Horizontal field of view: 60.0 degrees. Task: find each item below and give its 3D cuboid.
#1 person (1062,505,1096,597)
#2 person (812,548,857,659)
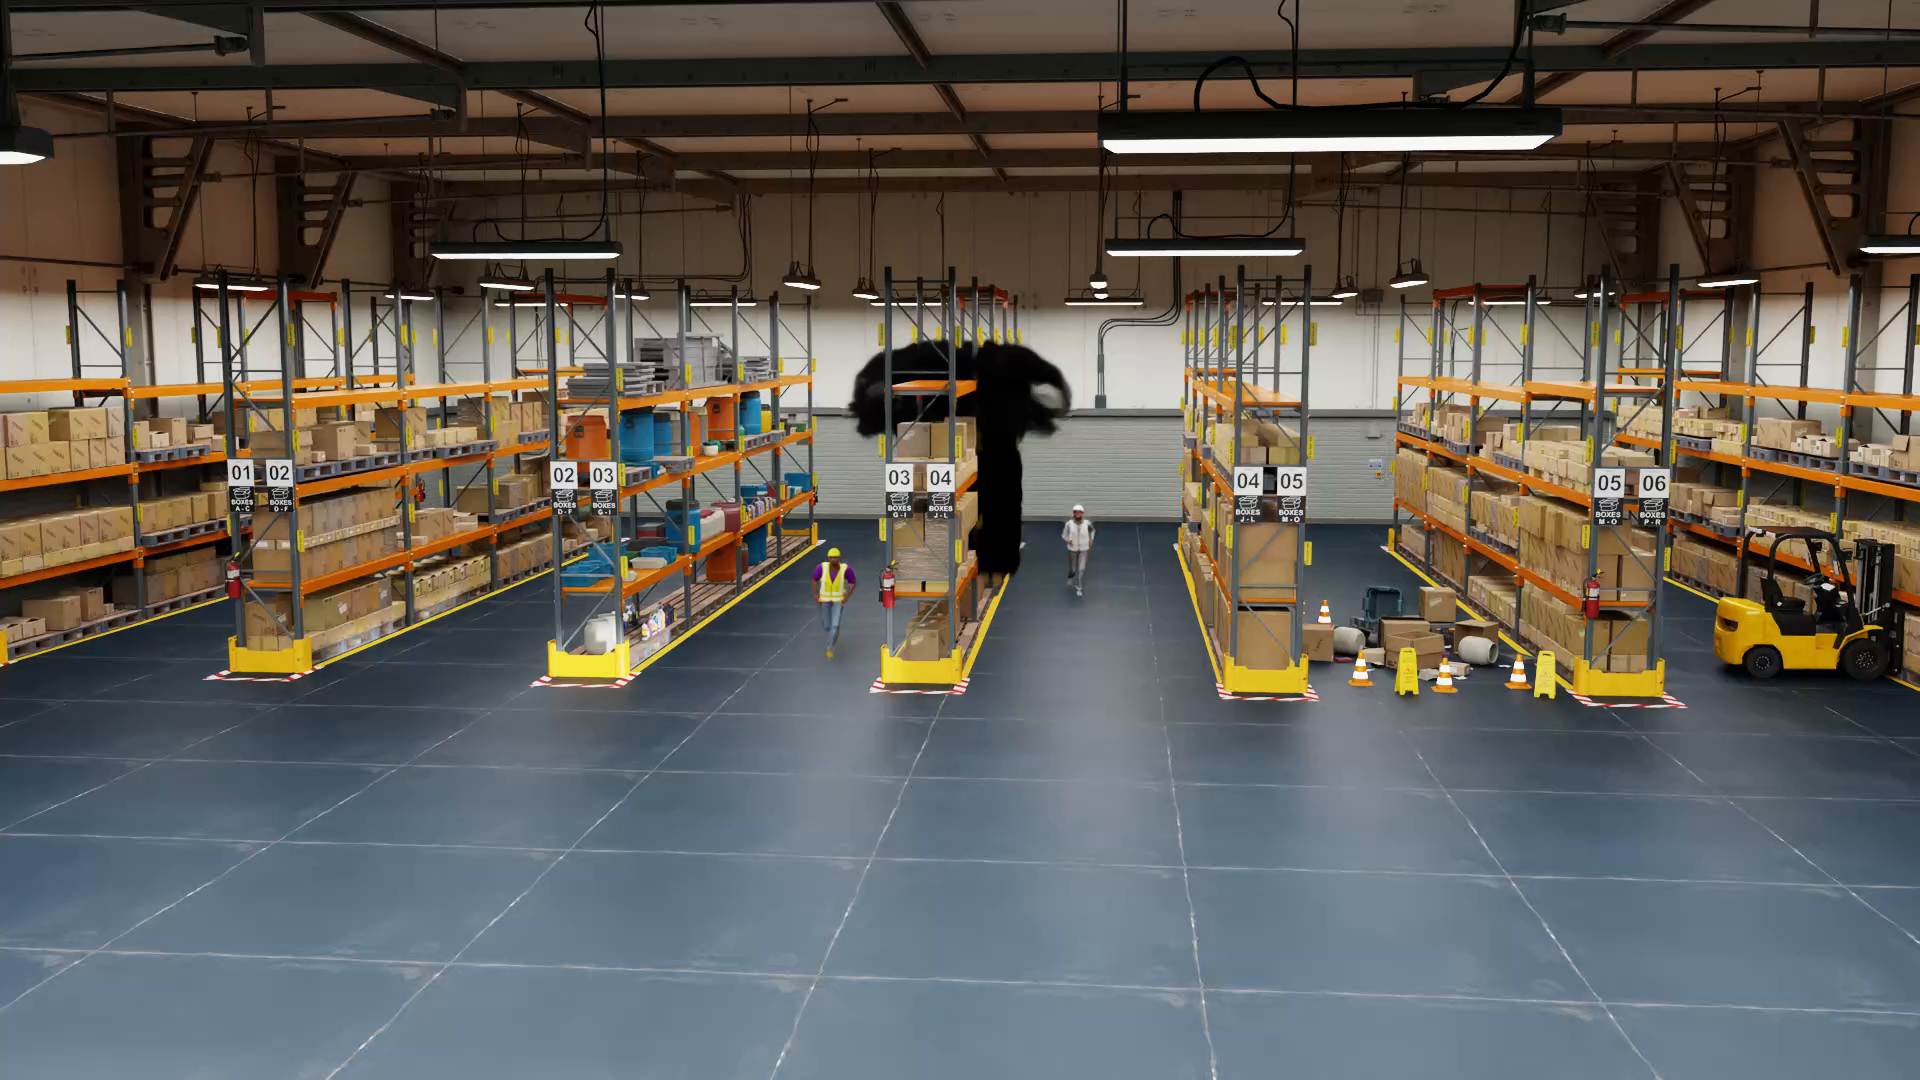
[{"bbox_3d":[2.326,0.189,32.585,0.670,1.771,0.849,0,7,2],"label":"person"},{"bbox_3d":[-1.997,0.974,26.388,0.716,1.740,0.817,1,7,5],"label":"person"}]
